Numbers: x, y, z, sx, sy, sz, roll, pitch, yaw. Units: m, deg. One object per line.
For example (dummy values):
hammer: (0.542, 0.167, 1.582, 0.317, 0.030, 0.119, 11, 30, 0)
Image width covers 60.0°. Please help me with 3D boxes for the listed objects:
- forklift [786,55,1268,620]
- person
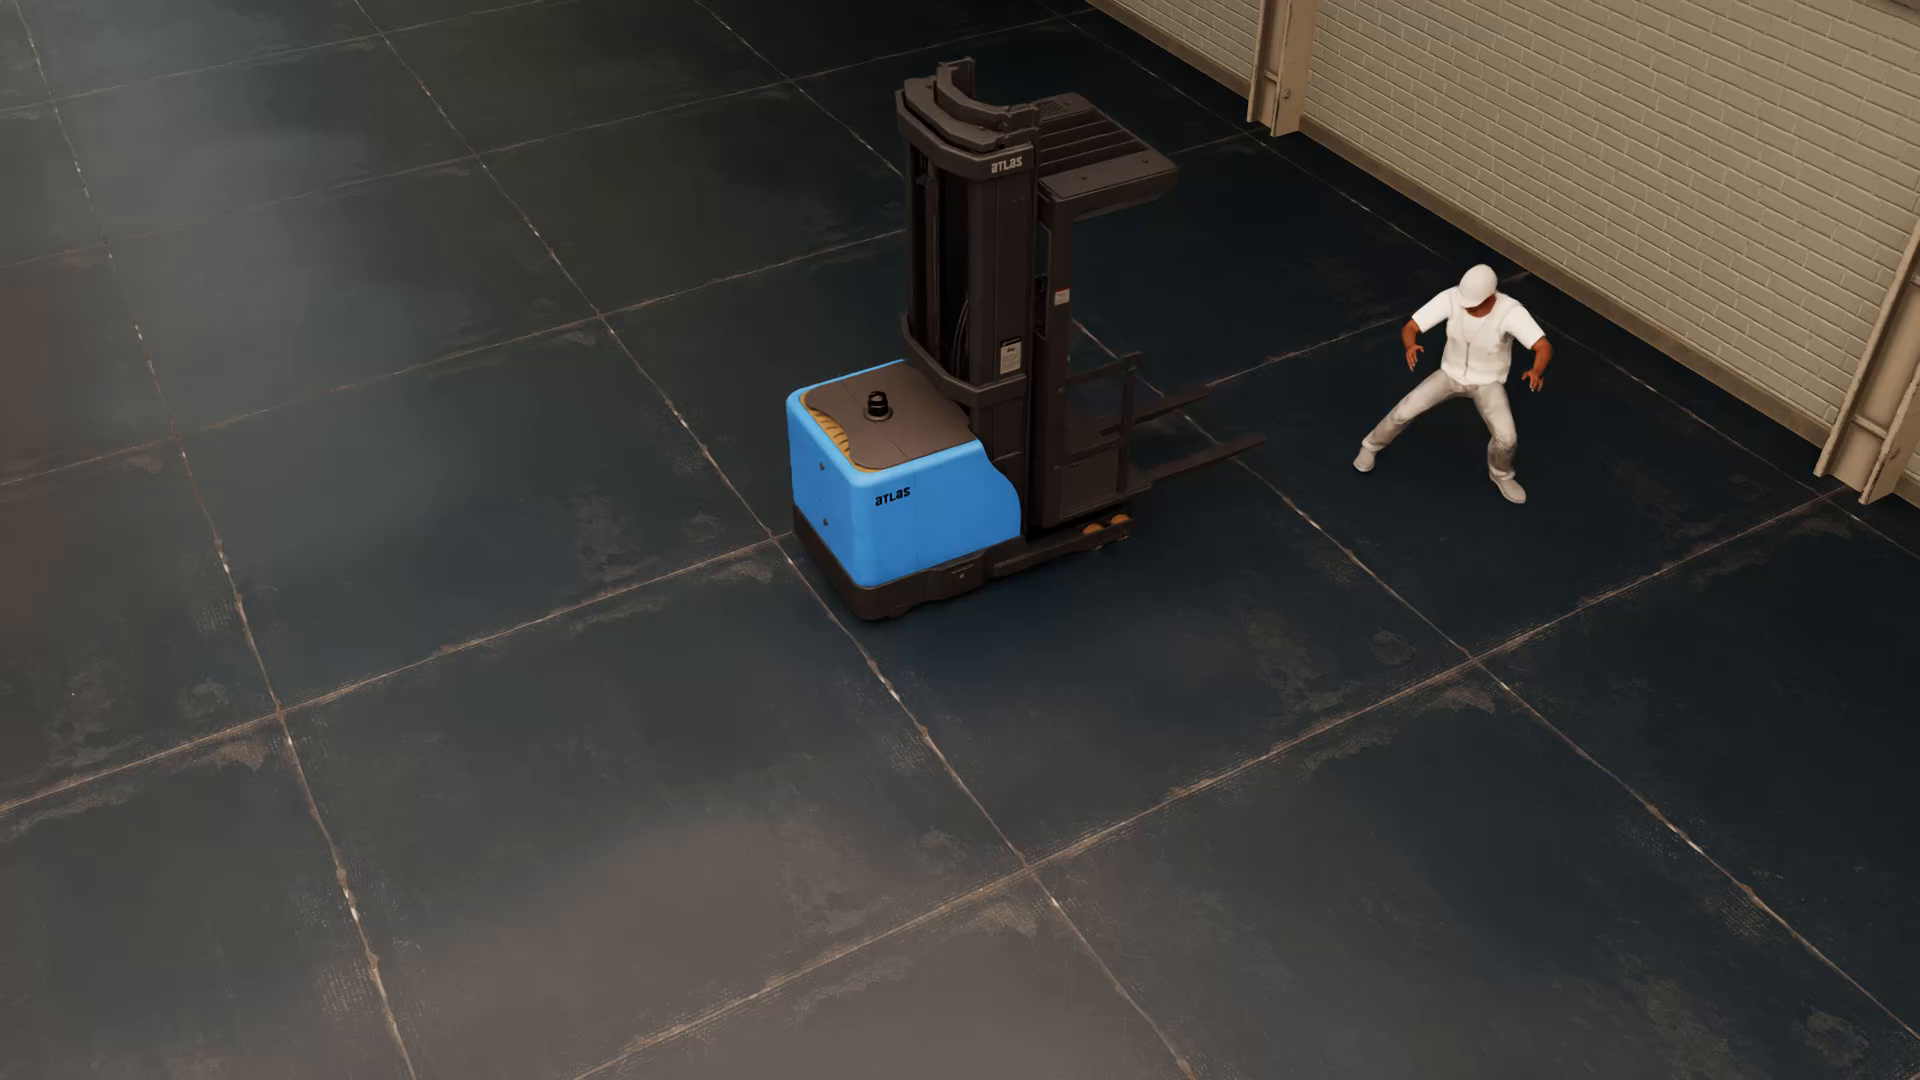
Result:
forklift: (0.511, -1.342, 9.654, 3.031, 2.935, 1.130, -19, 43, -22)
person: (3.121, -0.983, 10.324, 1.099, 1.530, 0.744, 27, 47, 28)
